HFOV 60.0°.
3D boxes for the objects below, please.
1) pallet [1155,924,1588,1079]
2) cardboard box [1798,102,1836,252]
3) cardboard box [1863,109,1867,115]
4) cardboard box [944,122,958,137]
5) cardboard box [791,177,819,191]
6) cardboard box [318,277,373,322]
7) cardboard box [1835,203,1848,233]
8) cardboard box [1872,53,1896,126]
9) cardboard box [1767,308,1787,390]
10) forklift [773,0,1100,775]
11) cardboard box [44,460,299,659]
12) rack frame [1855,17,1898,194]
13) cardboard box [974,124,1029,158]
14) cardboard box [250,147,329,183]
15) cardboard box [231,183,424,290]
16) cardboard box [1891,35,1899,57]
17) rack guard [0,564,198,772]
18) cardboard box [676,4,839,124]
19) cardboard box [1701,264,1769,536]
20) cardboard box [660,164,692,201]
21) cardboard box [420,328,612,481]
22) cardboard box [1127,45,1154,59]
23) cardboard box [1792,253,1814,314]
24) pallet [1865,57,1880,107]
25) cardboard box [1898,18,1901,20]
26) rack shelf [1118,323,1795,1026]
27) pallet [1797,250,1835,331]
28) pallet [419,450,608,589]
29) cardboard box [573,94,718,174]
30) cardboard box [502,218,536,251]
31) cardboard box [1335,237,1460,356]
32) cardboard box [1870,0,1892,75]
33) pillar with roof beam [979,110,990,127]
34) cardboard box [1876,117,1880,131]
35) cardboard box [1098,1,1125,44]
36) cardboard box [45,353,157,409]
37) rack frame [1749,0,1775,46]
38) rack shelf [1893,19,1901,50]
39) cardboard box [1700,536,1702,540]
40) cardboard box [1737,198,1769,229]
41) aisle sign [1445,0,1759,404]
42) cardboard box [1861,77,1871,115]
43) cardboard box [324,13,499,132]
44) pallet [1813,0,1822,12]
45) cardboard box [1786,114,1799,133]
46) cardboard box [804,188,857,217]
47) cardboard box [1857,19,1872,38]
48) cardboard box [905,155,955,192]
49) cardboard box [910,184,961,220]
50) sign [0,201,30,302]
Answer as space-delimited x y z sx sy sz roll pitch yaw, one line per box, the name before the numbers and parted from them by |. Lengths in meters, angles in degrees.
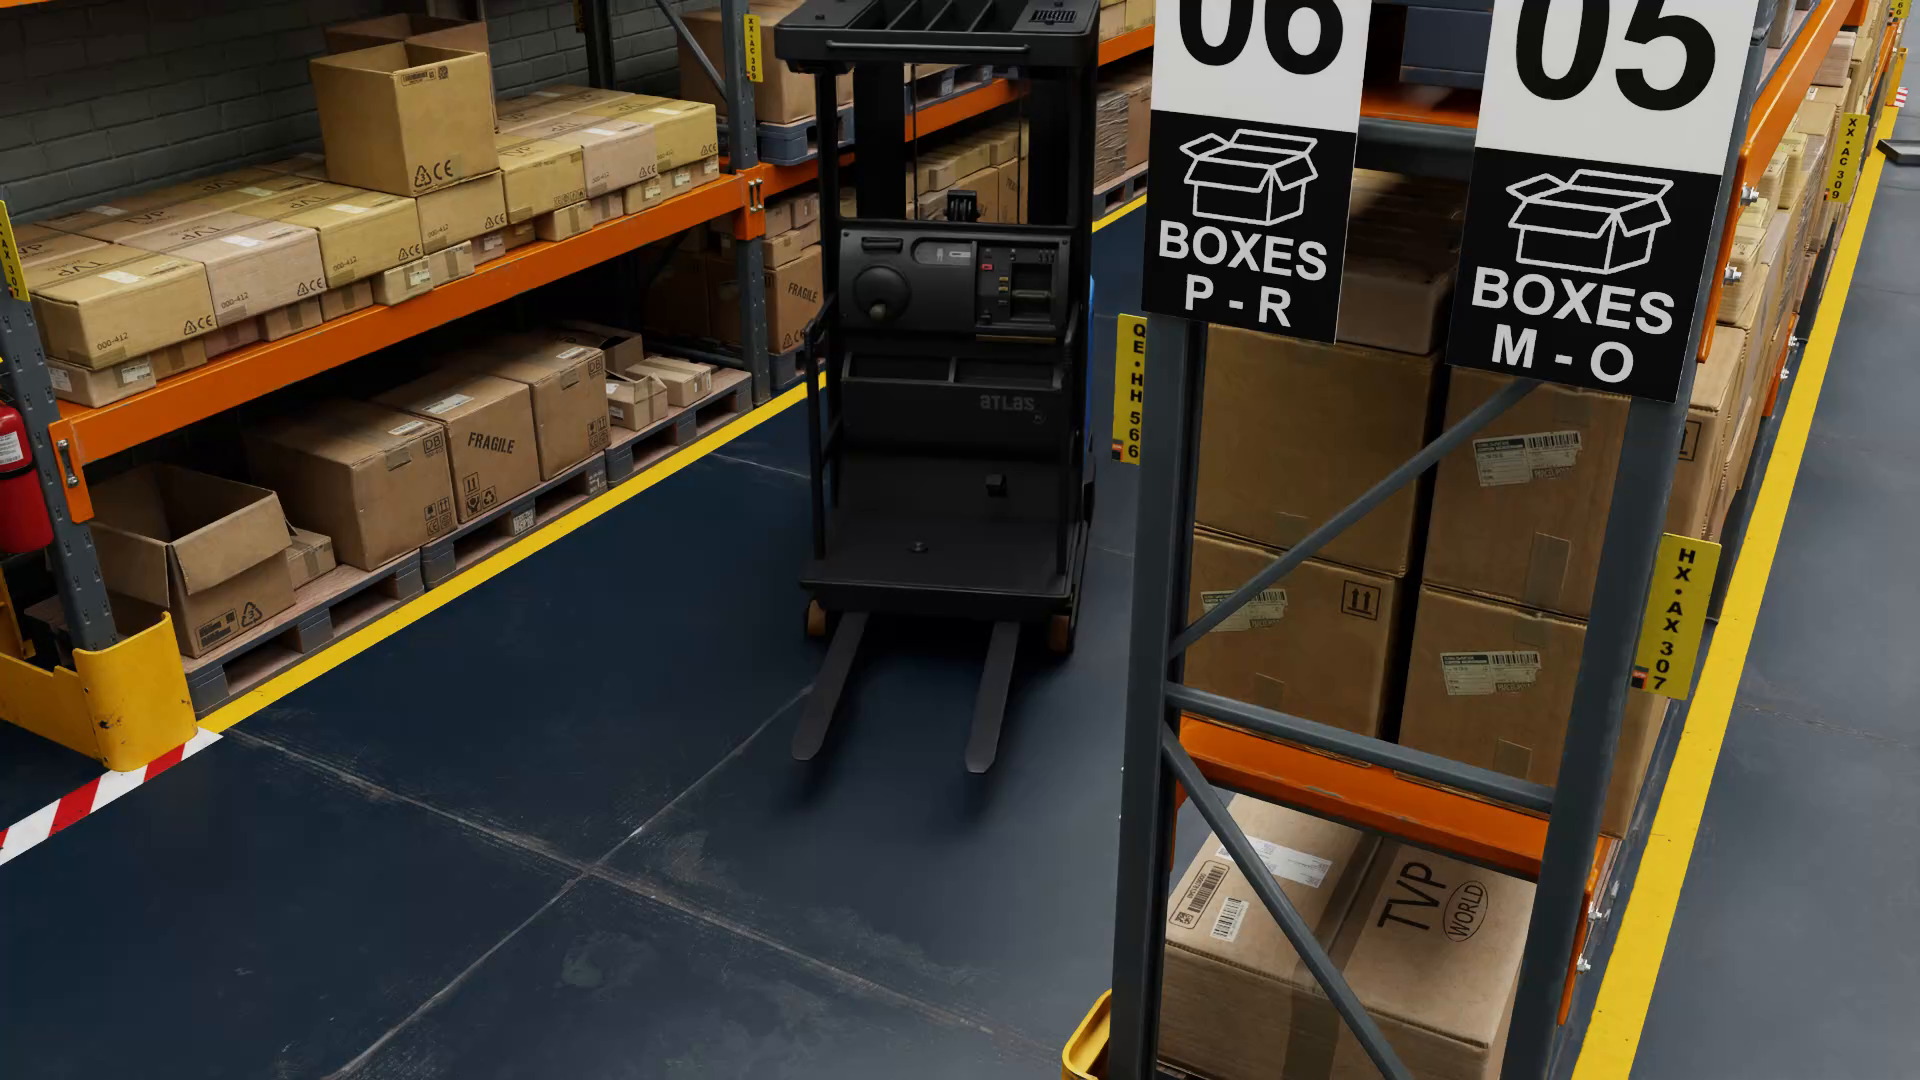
pallet | 1.159 1.360 4.798 1.003 0.211 1.213 14 30 26
cardboard box | 2.553 -1.169 5.505 0.500 0.500 0.500 14 30 25
cardboard box | 4.509 -2.152 8.866 0.500 0.250 0.500 15 30 27
cardboard box | -0.236 -2.896 11.782 0.380 0.149 0.250 15 30 28
cardboard box | -1.070 -2.177 10.347 0.380 0.149 0.250 15 30 27
cardboard box | -2.602 -1.015 6.706 0.380 0.149 0.250 15 30 27
cardboard box | 5.790 -2.491 11.841 0.950 0.372 0.625 15 30 28
cardboard box | 7.262 -3.699 13.554 0.500 0.500 0.500 16 31 28
cardboard box | 2.547 -0.723 5.732 0.500 0.500 0.500 13 30 25
forklift | -0.050 -1.008 6.489 1.130 2.935 3.031 3 27 7
cardboard box | -3.106 0.061 6.597 0.797 0.503 0.637 13 29 24
rack frame | 6.737 -4.235 12.859 1.000 3.000 0.127 14 30 26
cardboard box | 0.316 -2.766 11.524 0.380 0.149 0.250 13 29 23
cardboard box | -2.735 -1.550 7.331 0.500 0.250 0.500 14 30 26
cardboard box | -2.538 -1.228 6.688 0.500 0.250 0.500 14 30 25
cardboard box | 7.376 -4.025 13.479 0.380 0.149 0.250 15 30 27
rack guard | -3.452 0.438 6.316 1.175 0.500 0.348 14 30 26
cardboard box | -1.089 -2.581 8.974 0.700 0.500 0.500 15 30 27
cardboard box | 1.566 -0.378 3.925 0.500 0.500 0.500 13 30 25
cardboard box | -1.568 -1.810 8.296 0.380 0.149 0.250 15 30 27
cardboard box | -2.141 -0.667 8.054 0.700 0.500 0.500 13 29 24
cardboard box | 1.778 -3.946 14.466 0.875 0.625 0.625 14 30 26
cardboard box | 3.248 -1.164 6.891 0.500 0.250 0.500 13 30 25
pallet | 5.027 -2.892 10.390 1.213 0.211 1.003 14 30 26
cardboard box | 7.171 -4.175 13.020 0.380 0.149 0.250 14 30 26
rack shelf | 1.817 -0.016 5.235 1.077 0.370 4.000 14 30 26
pallet | 5.155 -1.734 10.977 1.003 0.211 1.213 14 30 26
pallet | -2.460 -0.217 7.948 1.003 0.211 1.213 14 30 26
cardboard box | -1.560 -2.023 8.275 0.500 0.250 0.500 15 30 27
cardboard box | -2.153 -1.426 7.528 0.380 0.149 0.250 15 30 27
cardboard box | 0.836 -0.524 3.493 0.380 0.149 0.250 15 30 27
cardboard box | 4.497 -2.707 8.578 0.500 0.500 0.500 15 30 27
pillar with roof beam | 4.050 -6.209 10.101 9.100 9.000 0.400 14 30 26
cardboard box | 7.515 -3.574 14.142 0.500 0.250 0.500 16 31 29
cardboard box | 0.877 -3.820 12.197 0.500 0.250 0.500 14 30 26
cardboard box | -3.089 -0.605 5.889 0.380 0.149 0.250 14 30 26
rack frame | 0.834 -2.241 2.174 1.000 3.000 0.127 14 30 26
rack shelf | 7.721 -4.693 14.578 1.077 0.370 4.000 14 30 26
cardboard box | 1.544 0.070 4.148 0.500 0.500 0.500 14 30 25
cardboard box | 1.658 -0.718 3.880 0.380 0.149 0.250 13 29 24
aisle sign | 1.051 -0.629 2.752 0.394 0.787 0.004 14 30 26
cardboard box | 4.269 -2.183 8.370 0.500 0.250 0.500 13 30 25
cardboard box | -2.486 -2.088 7.569 0.500 0.500 0.500 13 30 25
pallet | 1.789 -1.629 4.401 1.003 0.211 1.213 14 30 26
cardboard box | 2.135 -1.126 4.695 0.380 0.149 0.250 14 30 26
cardboard box | -0.806 -1.988 9.968 0.380 0.149 0.250 14 30 25
cardboard box | 3.494 -1.922 7.009 0.500 0.500 0.500 14 30 26
cardboard box | -0.253 -2.369 10.730 0.380 0.149 0.250 13 29 24
cardboard box | -0.325 -2.022 10.761 0.500 0.500 0.500 13 29 24
sign | -3.017 -0.918 5.265 0.100 0.325 0.005 14 30 26
